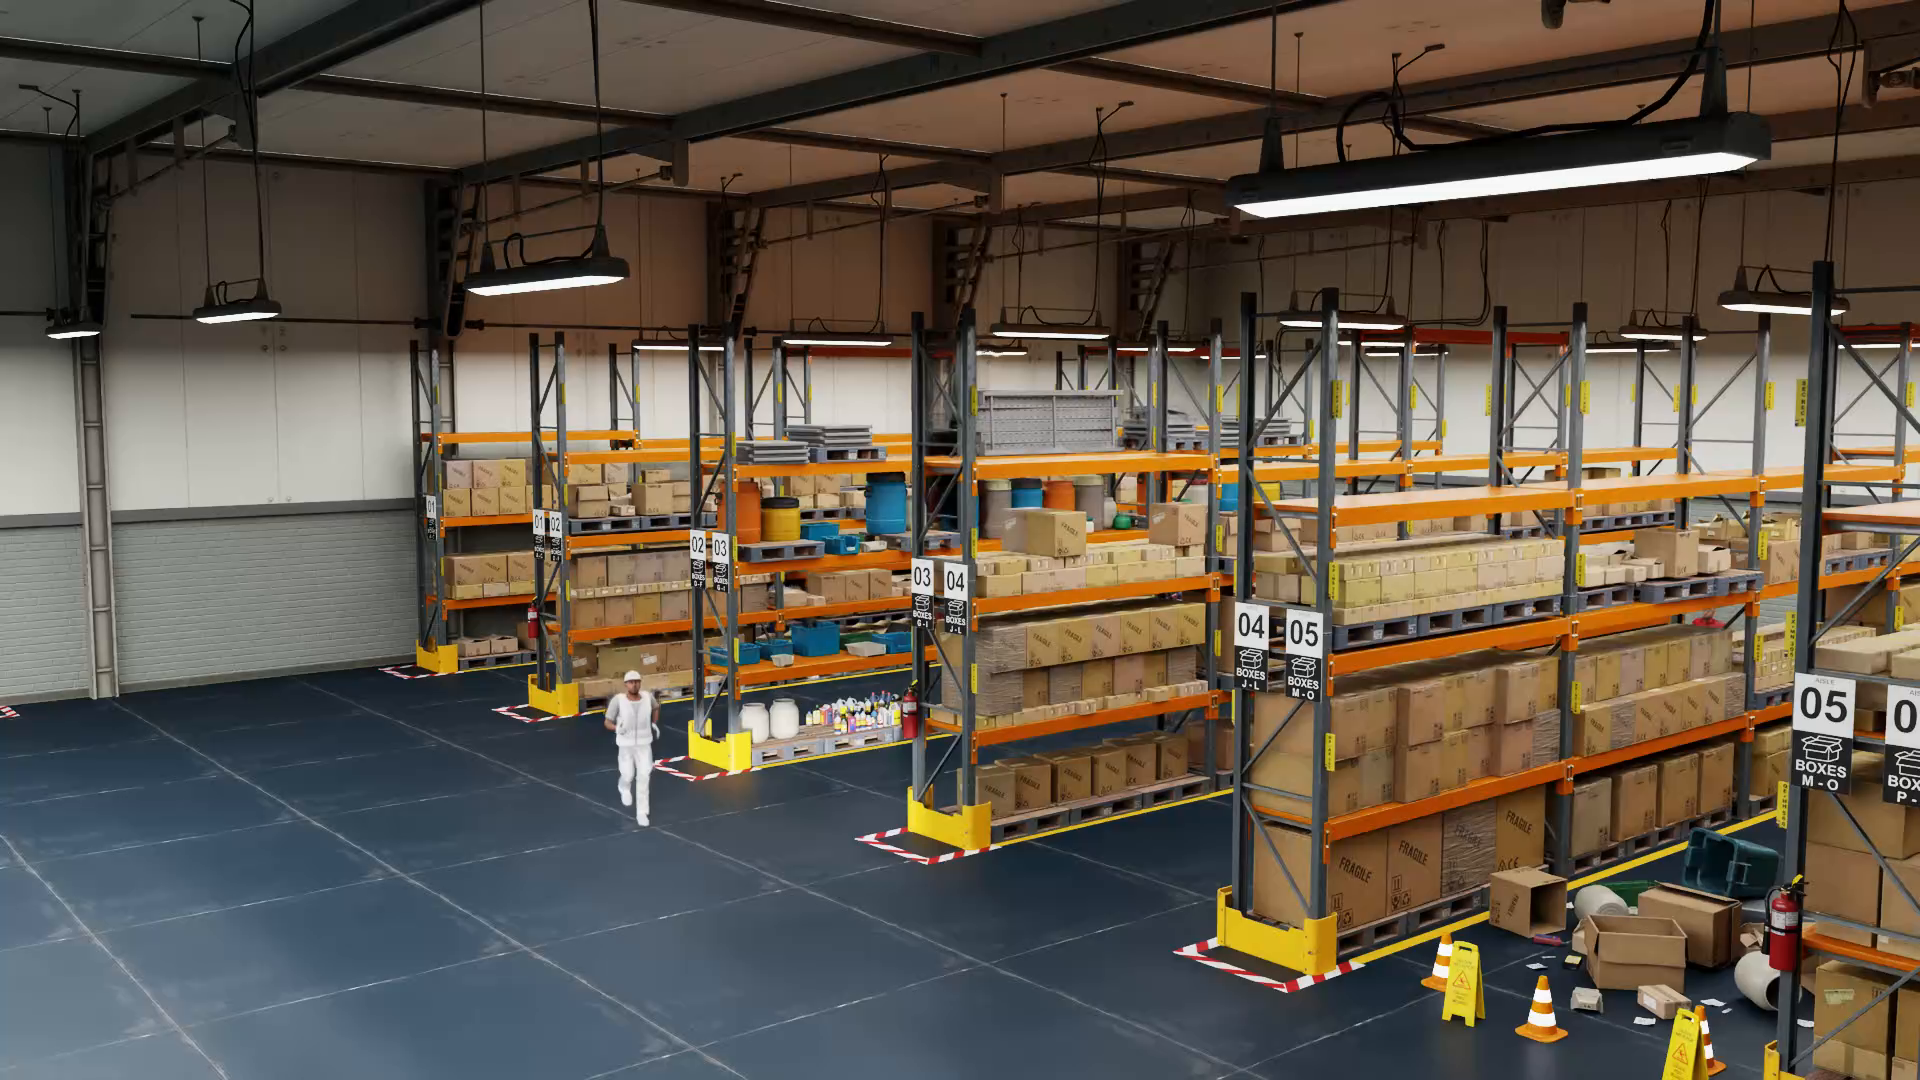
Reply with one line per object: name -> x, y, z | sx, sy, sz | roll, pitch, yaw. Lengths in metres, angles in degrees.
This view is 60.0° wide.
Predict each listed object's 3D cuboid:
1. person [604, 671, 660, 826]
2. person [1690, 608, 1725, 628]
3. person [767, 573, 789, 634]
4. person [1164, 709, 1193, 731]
person -> -3.878, 2.434, 19.783 | 0.683, 1.778, 0.974 | -2, 6, -21
person -> 11.852, 1.870, 26.493 | 0.647, 1.700, 0.639 | 4, 7, 38
person -> -3.457, 1.422, 31.431 | 0.941, 1.632, 0.607 | -5, 7, -41
person -> 3.018, 1.840, 23.684 | 0.707, 1.912, 0.638 | -4, 7, -39
